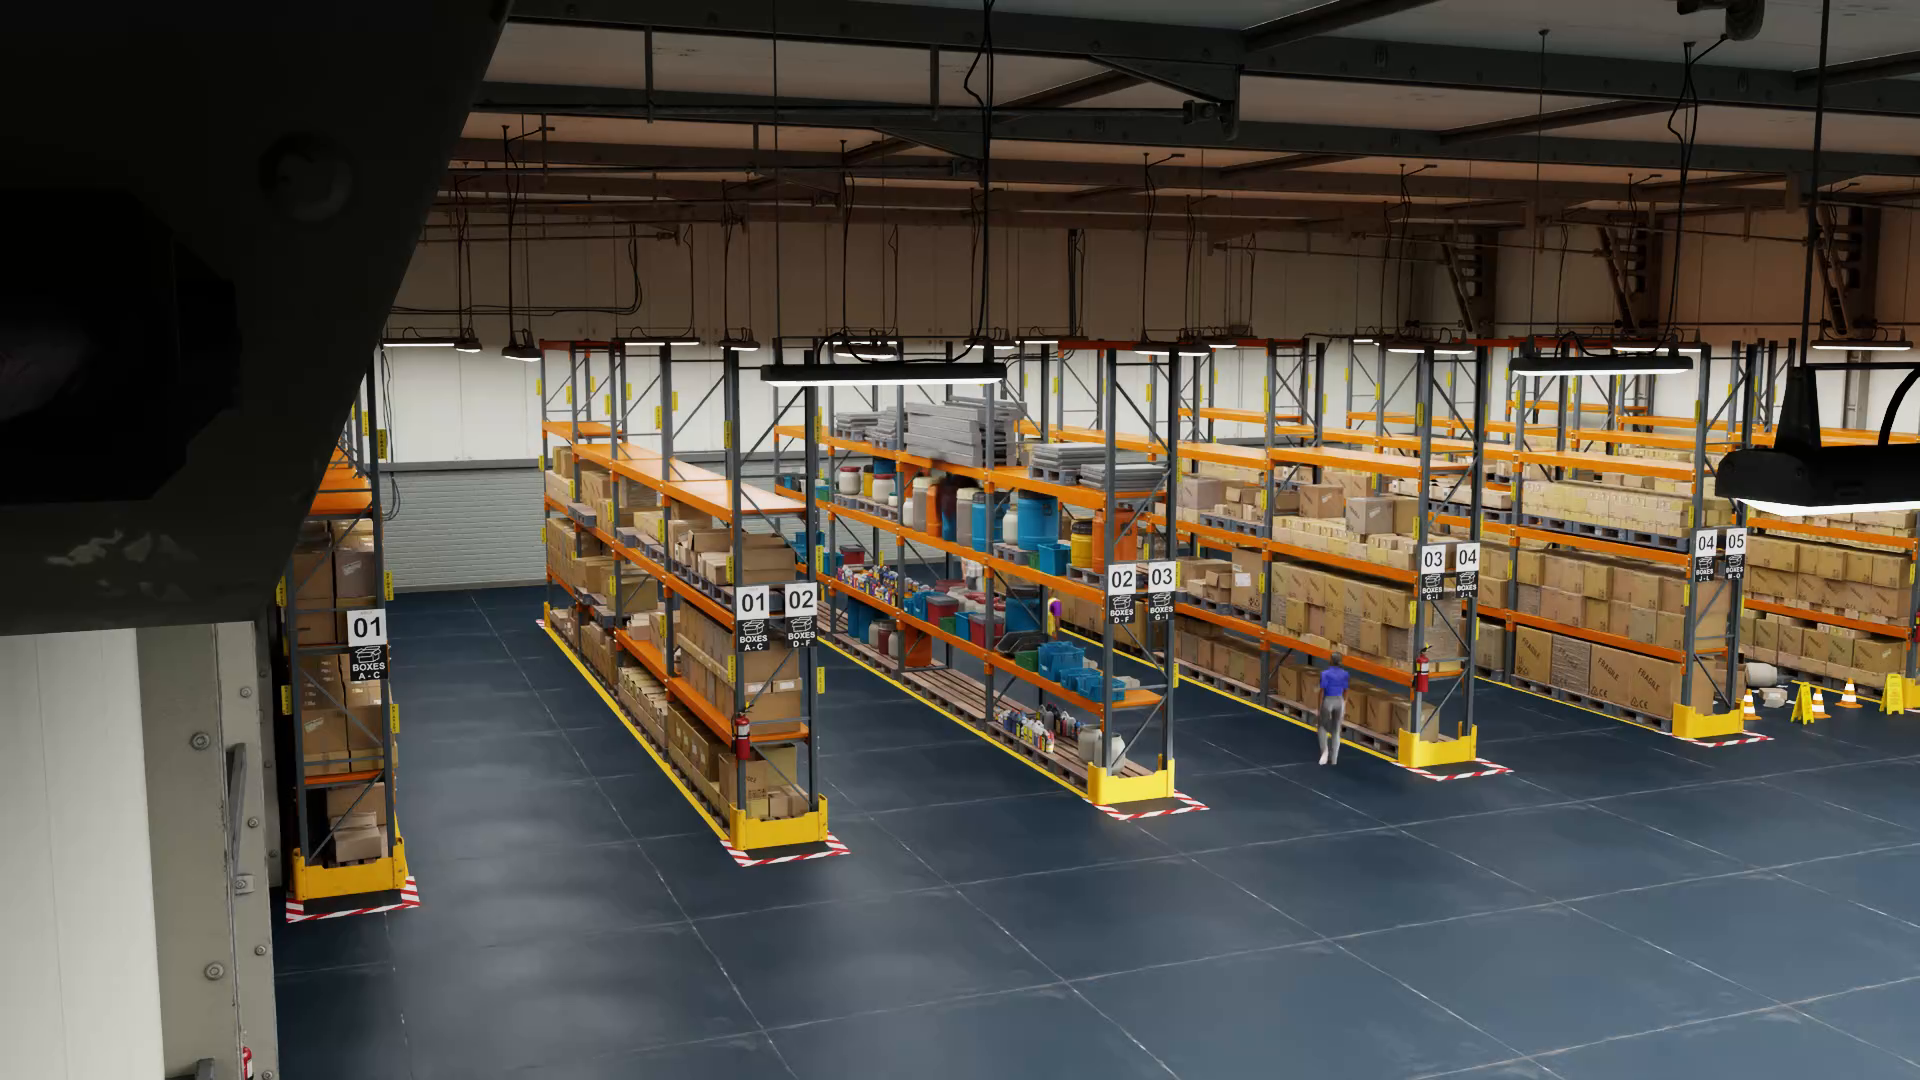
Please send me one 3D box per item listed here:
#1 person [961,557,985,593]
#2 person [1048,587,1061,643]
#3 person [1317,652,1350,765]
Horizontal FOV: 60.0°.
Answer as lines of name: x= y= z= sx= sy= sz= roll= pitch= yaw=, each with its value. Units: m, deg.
person: x=0.316 y=0.752 z=36.321 sx=0.592 sy=1.726 sz=1.021 roll=-2 pitch=8 yaw=-16
person: x=1.535 y=1.626 z=29.355 sx=0.392 sy=1.762 sz=0.632 roll=-5 pitch=9 yaw=-31
person: x=5.350 y=2.410 z=23.822 sx=0.442 sy=1.648 sz=0.466 roll=1 pitch=8 yaw=11
